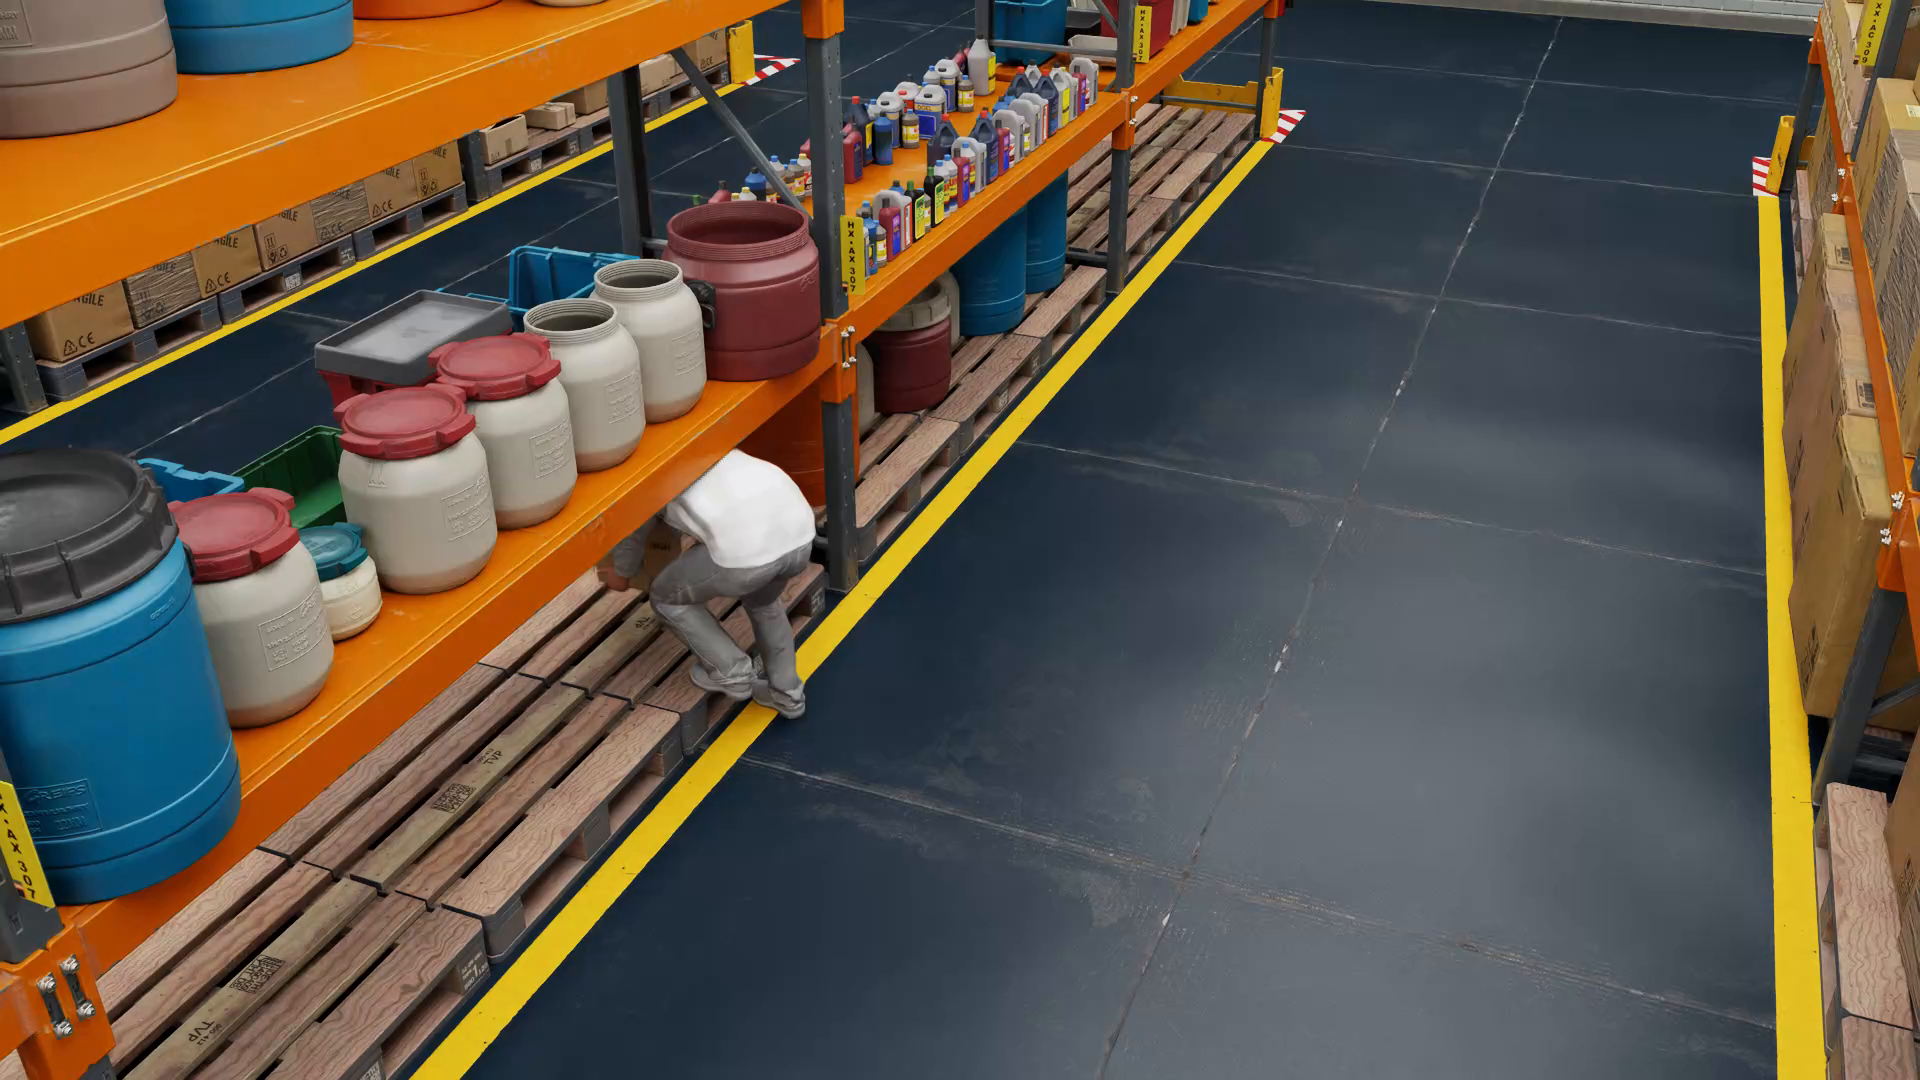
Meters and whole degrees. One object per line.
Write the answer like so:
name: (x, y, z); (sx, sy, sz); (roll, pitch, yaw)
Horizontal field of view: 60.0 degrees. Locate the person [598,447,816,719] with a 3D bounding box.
person: (-1.025, 0.115, 6.457); (1.016, 1.223, 0.501); (21, 35, 32)
